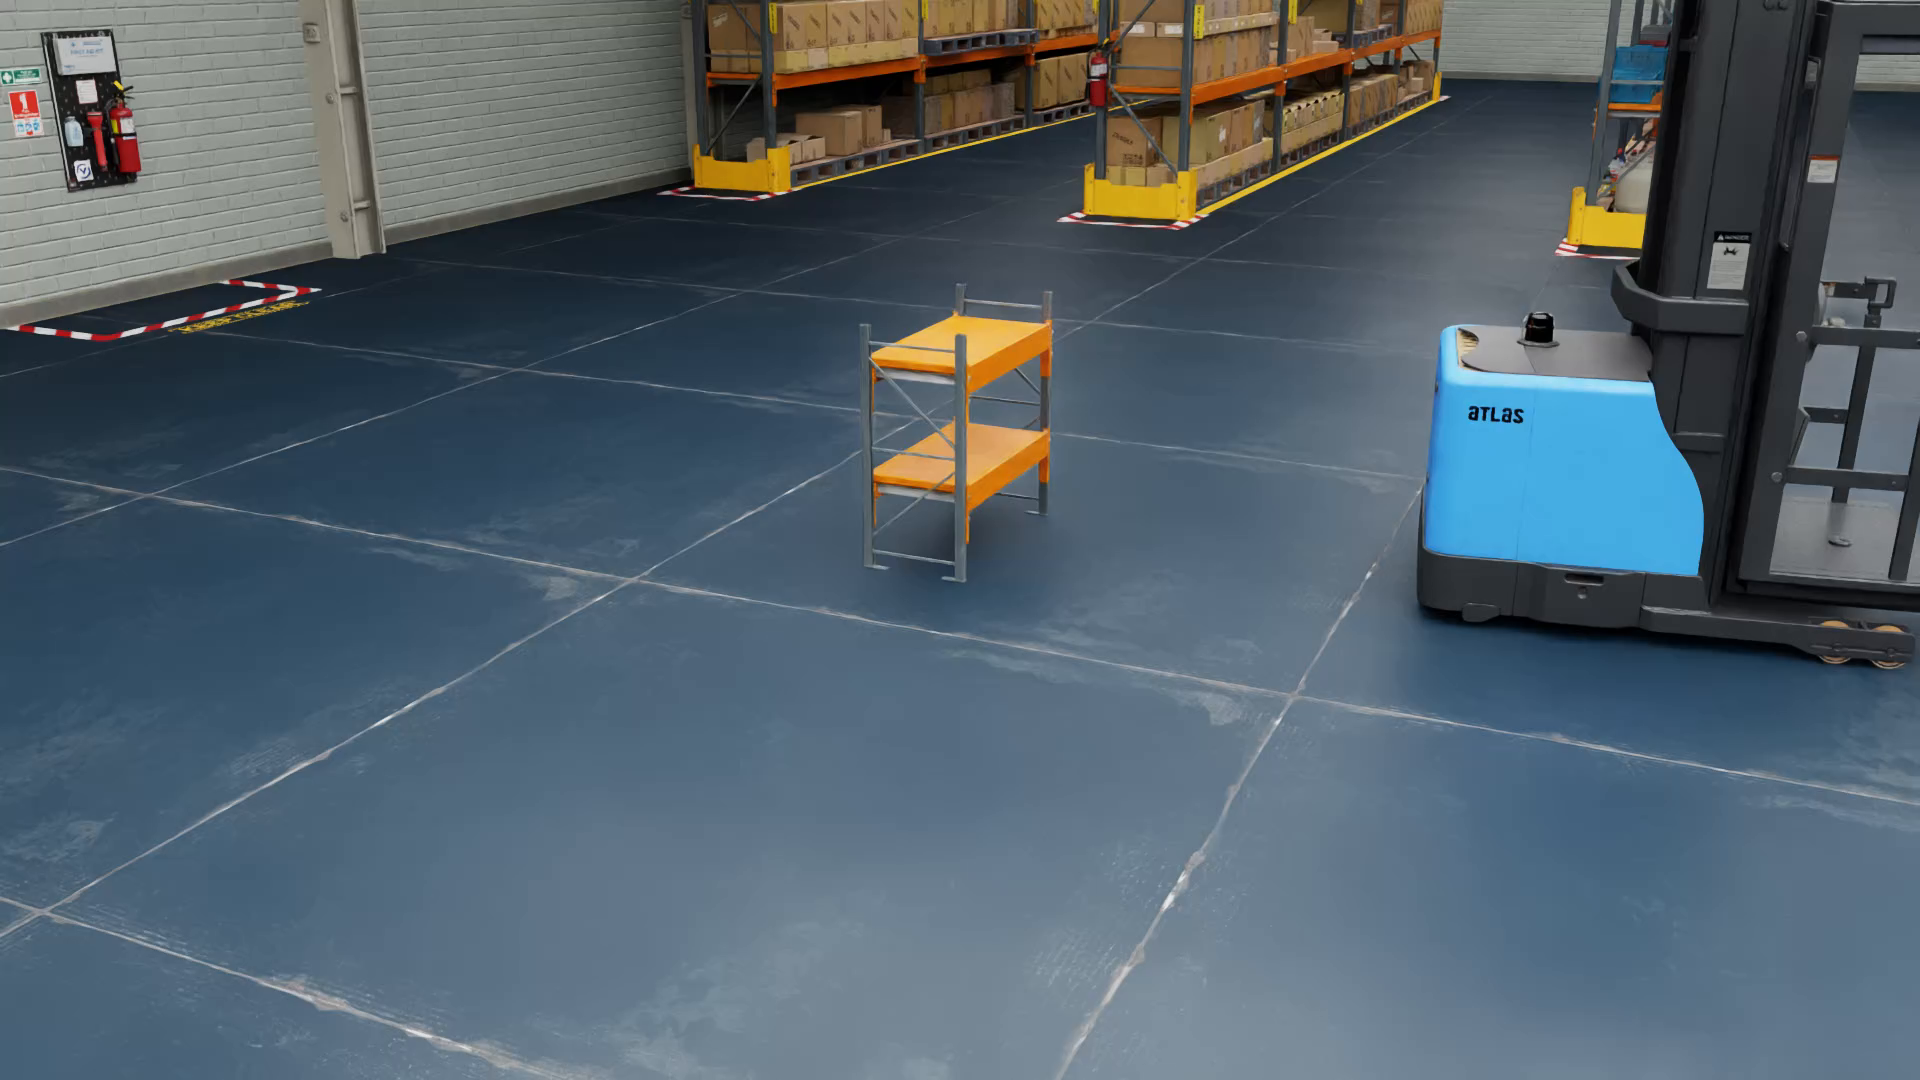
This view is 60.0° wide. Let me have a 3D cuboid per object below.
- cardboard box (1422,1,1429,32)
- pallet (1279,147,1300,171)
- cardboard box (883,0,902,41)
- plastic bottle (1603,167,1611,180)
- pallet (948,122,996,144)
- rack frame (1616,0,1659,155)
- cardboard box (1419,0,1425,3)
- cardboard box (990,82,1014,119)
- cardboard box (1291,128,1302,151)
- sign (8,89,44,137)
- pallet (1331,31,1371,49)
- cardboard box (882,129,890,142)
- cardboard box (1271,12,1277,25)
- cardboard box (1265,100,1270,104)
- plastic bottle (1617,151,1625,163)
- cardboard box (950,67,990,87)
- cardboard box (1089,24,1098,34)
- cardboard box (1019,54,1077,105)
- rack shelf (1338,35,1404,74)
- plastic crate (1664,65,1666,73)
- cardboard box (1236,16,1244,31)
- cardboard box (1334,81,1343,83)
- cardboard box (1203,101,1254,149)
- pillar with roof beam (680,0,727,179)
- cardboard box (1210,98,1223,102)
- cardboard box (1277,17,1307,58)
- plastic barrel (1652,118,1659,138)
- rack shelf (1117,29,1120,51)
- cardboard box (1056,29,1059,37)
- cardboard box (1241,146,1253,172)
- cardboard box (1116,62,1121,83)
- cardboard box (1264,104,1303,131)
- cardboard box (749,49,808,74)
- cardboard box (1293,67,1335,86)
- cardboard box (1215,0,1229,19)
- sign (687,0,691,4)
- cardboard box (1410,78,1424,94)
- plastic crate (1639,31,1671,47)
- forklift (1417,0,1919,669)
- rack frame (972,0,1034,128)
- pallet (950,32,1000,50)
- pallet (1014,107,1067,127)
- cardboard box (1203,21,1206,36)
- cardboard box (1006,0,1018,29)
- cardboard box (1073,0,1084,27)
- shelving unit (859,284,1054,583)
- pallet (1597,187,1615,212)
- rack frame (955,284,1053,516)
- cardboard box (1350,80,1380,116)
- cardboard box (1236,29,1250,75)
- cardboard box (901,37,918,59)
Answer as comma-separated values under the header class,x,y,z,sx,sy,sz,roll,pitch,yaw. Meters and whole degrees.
class,x,y,z,sx,sy,sz,roll,pitch,yaw
cardboard box,7.906,-9.178,29.150,0.500,0.500,0.500,8,21,22
pallet,3.818,-5.018,21.765,1.003,0.211,1.213,9,21,23
cardboard box,-1.080,-6.732,21.496,0.500,0.500,0.500,8,21,22
plastic bottle,6.815,-3.785,17.533,0.061,0.283,0.133,9,22,24
pallet,-0.153,-6.079,24.747,1.003,0.211,1.213,9,21,23
rack frame,8.069,-5.421,18.735,1.000,3.000,0.127,9,21,23
cardboard box,7.699,-9.486,28.523,0.500,0.500,0.500,8,21,21
cardboard box,0.422,-6.805,25.702,0.700,0.500,0.500,9,21,23
cardboard box,4.154,-5.249,21.729,0.500,0.250,0.500,9,22,24
sign,-6.934,-3.168,12.346,0.001,0.329,0.234,9,21,23
pallet,5.403,-7.451,24.729,1.213,0.211,1.003,9,21,23
cardboard box,-1.161,-5.485,22.487,0.380,0.166,0.250,6,20,16
cardboard box,3.636,-6.342,20.207,0.380,0.149,0.250,9,21,23
cardboard box,3.870,-5.743,22.282,0.500,0.311,0.500,8,21,23
plastic bottle,7.283,-4.132,18.409,0.144,0.351,0.185,8,21,20
cardboard box,0.131,-6.993,25.110,0.500,0.250,0.500,9,21,24
cardboard box,2.143,-8.732,28.392,0.380,0.149,0.250,9,21,23
cardboard box,1.454,-7.662,27.617,0.750,0.750,0.750,8,21,22
rack shelf,6.009,-7.597,25.927,1.077,0.370,4.000,9,21,23
plastic crate,7.256,-4.945,17.712,0.450,0.188,0.662,9,21,23
cardboard box,3.009,-5.872,18.887,0.380,0.149,0.250,9,22,24
cardboard box,5.780,-6.991,26.225,0.500,0.500,0.500,8,21,21
cardboard box,3.145,-4.881,19.574,0.500,0.500,0.500,9,21,23
pillar with roof beam,0.818,-8.126,17.388,9.100,9.000,0.400,9,21,23
cardboard box,2.879,-5.105,20.203,0.500,0.500,0.500,9,21,23
cardboard box,4.302,-6.695,22.170,0.500,0.500,0.500,9,21,23
plastic barrel,9.892,-5.971,22.893,0.600,0.830,0.708,9,21,23
rack shelf,3.126,-9.498,31.273,1.077,0.370,4.000,9,21,23
cardboard box,1.401,-8.283,27.127,0.380,0.149,0.250,9,21,24
cardboard box,3.156,-4.526,19.695,0.500,0.250,0.500,9,21,23
cardboard box,2.707,-8.460,30.385,0.700,0.500,0.500,9,21,23
cardboard box,4.158,-5.513,21.633,0.500,0.311,0.500,8,21,22
cardboard box,-2.117,-5.602,19.438,0.500,0.250,0.500,8,21,21
cardboard box,5.378,-7.043,25.251,0.500,0.250,0.500,9,22,25
cardboard box,2.554,-6.010,18.306,0.700,0.500,0.500,9,21,23
sign,-3.105,-6.334,19.103,0.100,0.325,0.005,9,21,23
cardboard box,8.051,-8.195,29.984,0.500,0.250,0.500,9,21,23
plastic crate,7.988,-5.641,19.258,0.402,0.464,0.583,9,21,23
forklift,3.511,-1.071,6.607,3.031,2.935,1.130,5,20,14
rack frame,0.669,-8.003,25.995,1.000,3.000,0.127,9,21,23
pallet,-0.104,-7.302,24.310,1.003,0.211,1.213,9,21,23
pallet,1.061,-6.920,27.111,1.003,0.211,1.213,9,21,23
cardboard box,2.377,-5.403,17.568,0.380,0.149,0.250,8,21,21
cardboard box,0.486,-8.112,25.497,0.700,0.500,0.500,6,20,16
cardboard box,1.735,-8.784,27.568,0.500,0.500,0.500,9,22,24
shelving unit,0.003,-0.532,7.786,0.538,1.125,1.048,9,21,23
pallet,7.258,-3.533,17.588,1.003,0.211,1.213,9,21,23
rack frame,0.211,-0.687,8.223,0.500,1.125,0.032,9,21,23
cardboard box,6.265,-6.928,26.046,0.500,0.500,0.500,8,21,21
cardboard box,2.957,-5.697,19.363,0.700,0.500,0.500,9,21,24
cardboard box,-0.886,-6.533,22.055,0.500,0.250,0.500,9,21,23
